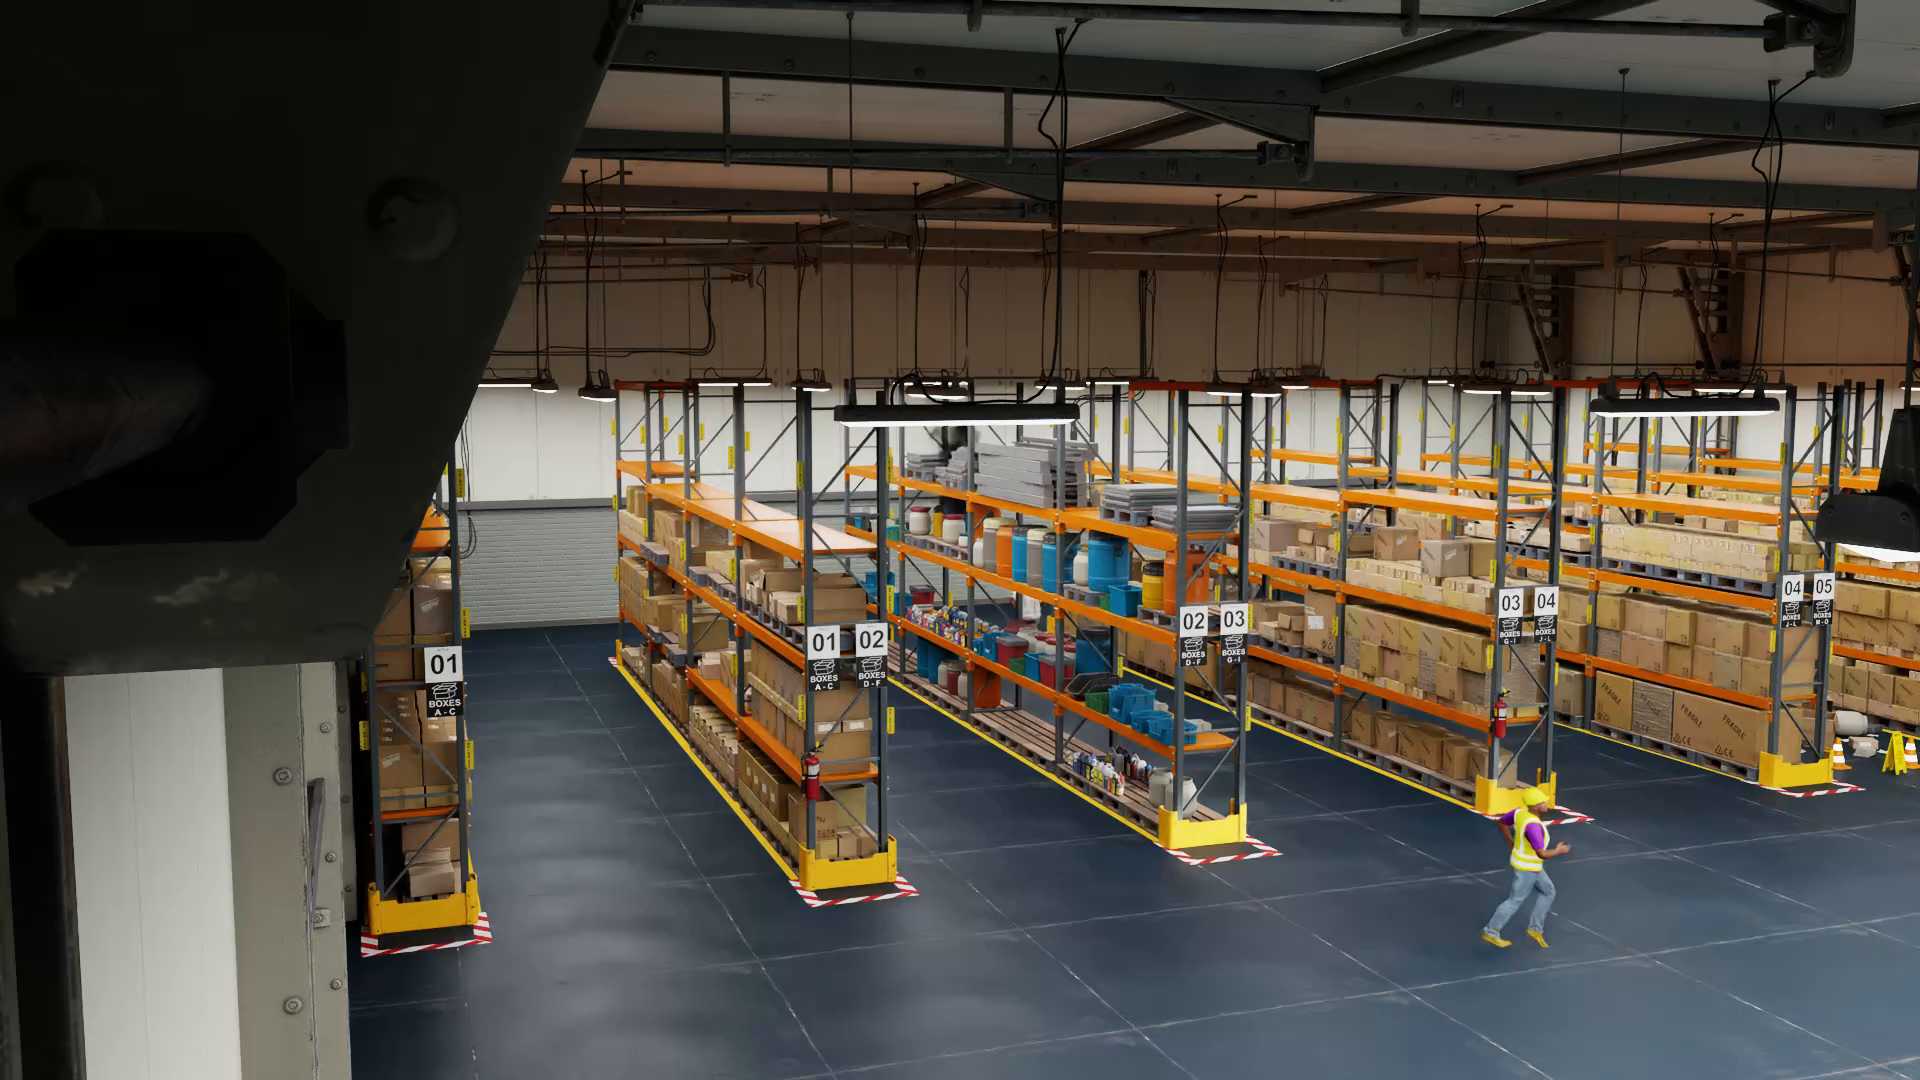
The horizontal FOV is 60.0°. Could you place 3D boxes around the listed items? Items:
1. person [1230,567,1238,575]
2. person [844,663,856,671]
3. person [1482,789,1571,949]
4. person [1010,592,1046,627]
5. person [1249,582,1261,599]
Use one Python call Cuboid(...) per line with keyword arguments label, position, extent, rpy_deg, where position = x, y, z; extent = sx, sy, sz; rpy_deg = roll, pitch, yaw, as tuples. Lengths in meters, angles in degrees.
Cuboid(label="person", position=(6.870, 1.155, 41.260), extent=(0.685, 1.620, 0.591), rpy_deg=(-2, 6, -21))
Cuboid(label="person", position=(-1.963, 2.076, 29.811), extent=(0.642, 1.678, 0.592), rpy_deg=(-2, 6, -19))
Cuboid(label="person", position=(6.110, 3.560, 17.976), extent=(0.894, 1.800, 0.710), rpy_deg=(1, 6, 9))
Cuboid(label="person", position=(1.448, 1.618, 33.766), extent=(0.675, 1.874, 0.702), rpy_deg=(-3, 7, -30))
Cuboid(label="person", position=(7.373, 1.155, 41.472), extent=(0.728, 1.635, 0.612), rpy_deg=(2, 6, 18))
